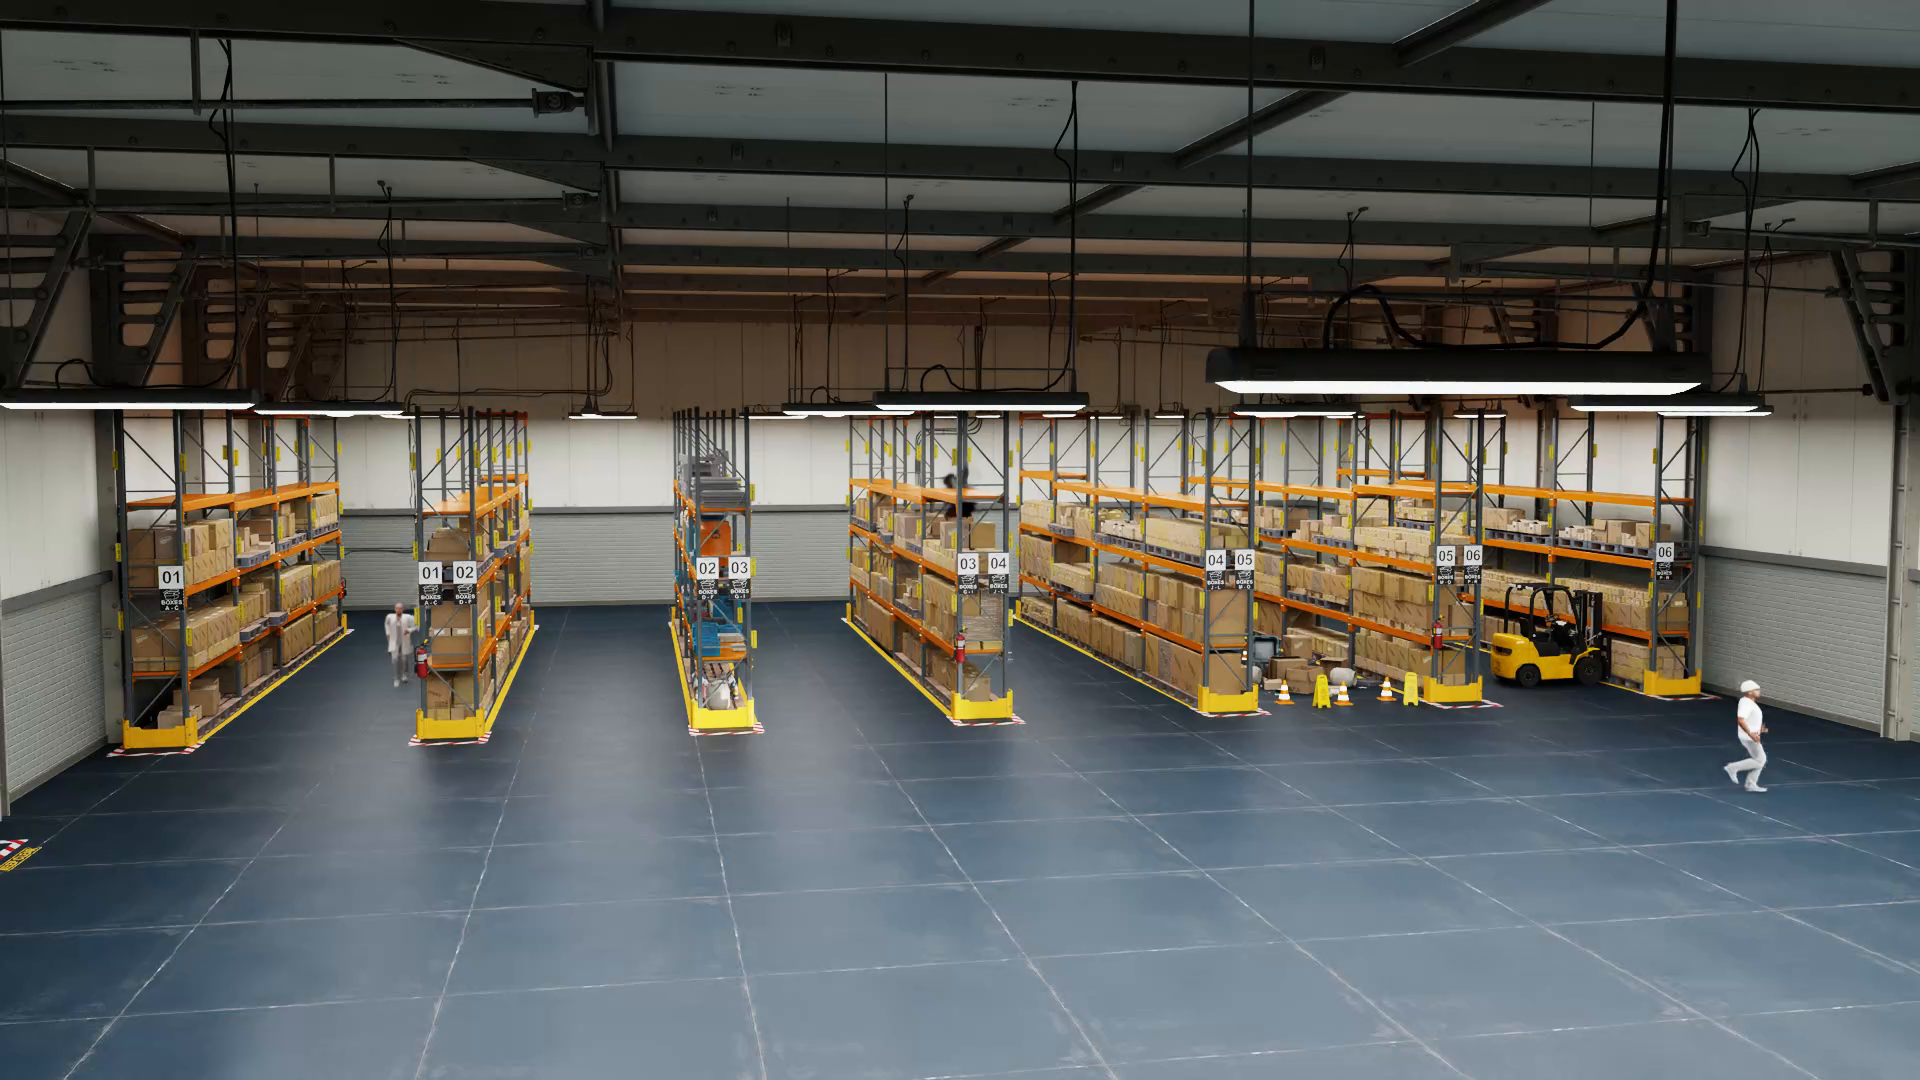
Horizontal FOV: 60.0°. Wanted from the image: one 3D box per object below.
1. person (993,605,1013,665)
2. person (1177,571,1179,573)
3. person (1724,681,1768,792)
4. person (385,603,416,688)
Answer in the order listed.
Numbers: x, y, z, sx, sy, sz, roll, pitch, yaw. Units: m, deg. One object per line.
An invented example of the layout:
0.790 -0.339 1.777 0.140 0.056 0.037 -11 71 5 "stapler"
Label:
0.990 2.065 39.426 0.597 1.685 0.854 -1 4 -19 "person"
6.764 1.310 51.054 0.552 1.558 0.710 1 4 11 "person"
12.177 3.034 25.717 0.618 1.724 0.718 2 4 23 "person"
-12.193 2.258 36.247 0.651 1.802 1.036 -1 4 -16 "person"
